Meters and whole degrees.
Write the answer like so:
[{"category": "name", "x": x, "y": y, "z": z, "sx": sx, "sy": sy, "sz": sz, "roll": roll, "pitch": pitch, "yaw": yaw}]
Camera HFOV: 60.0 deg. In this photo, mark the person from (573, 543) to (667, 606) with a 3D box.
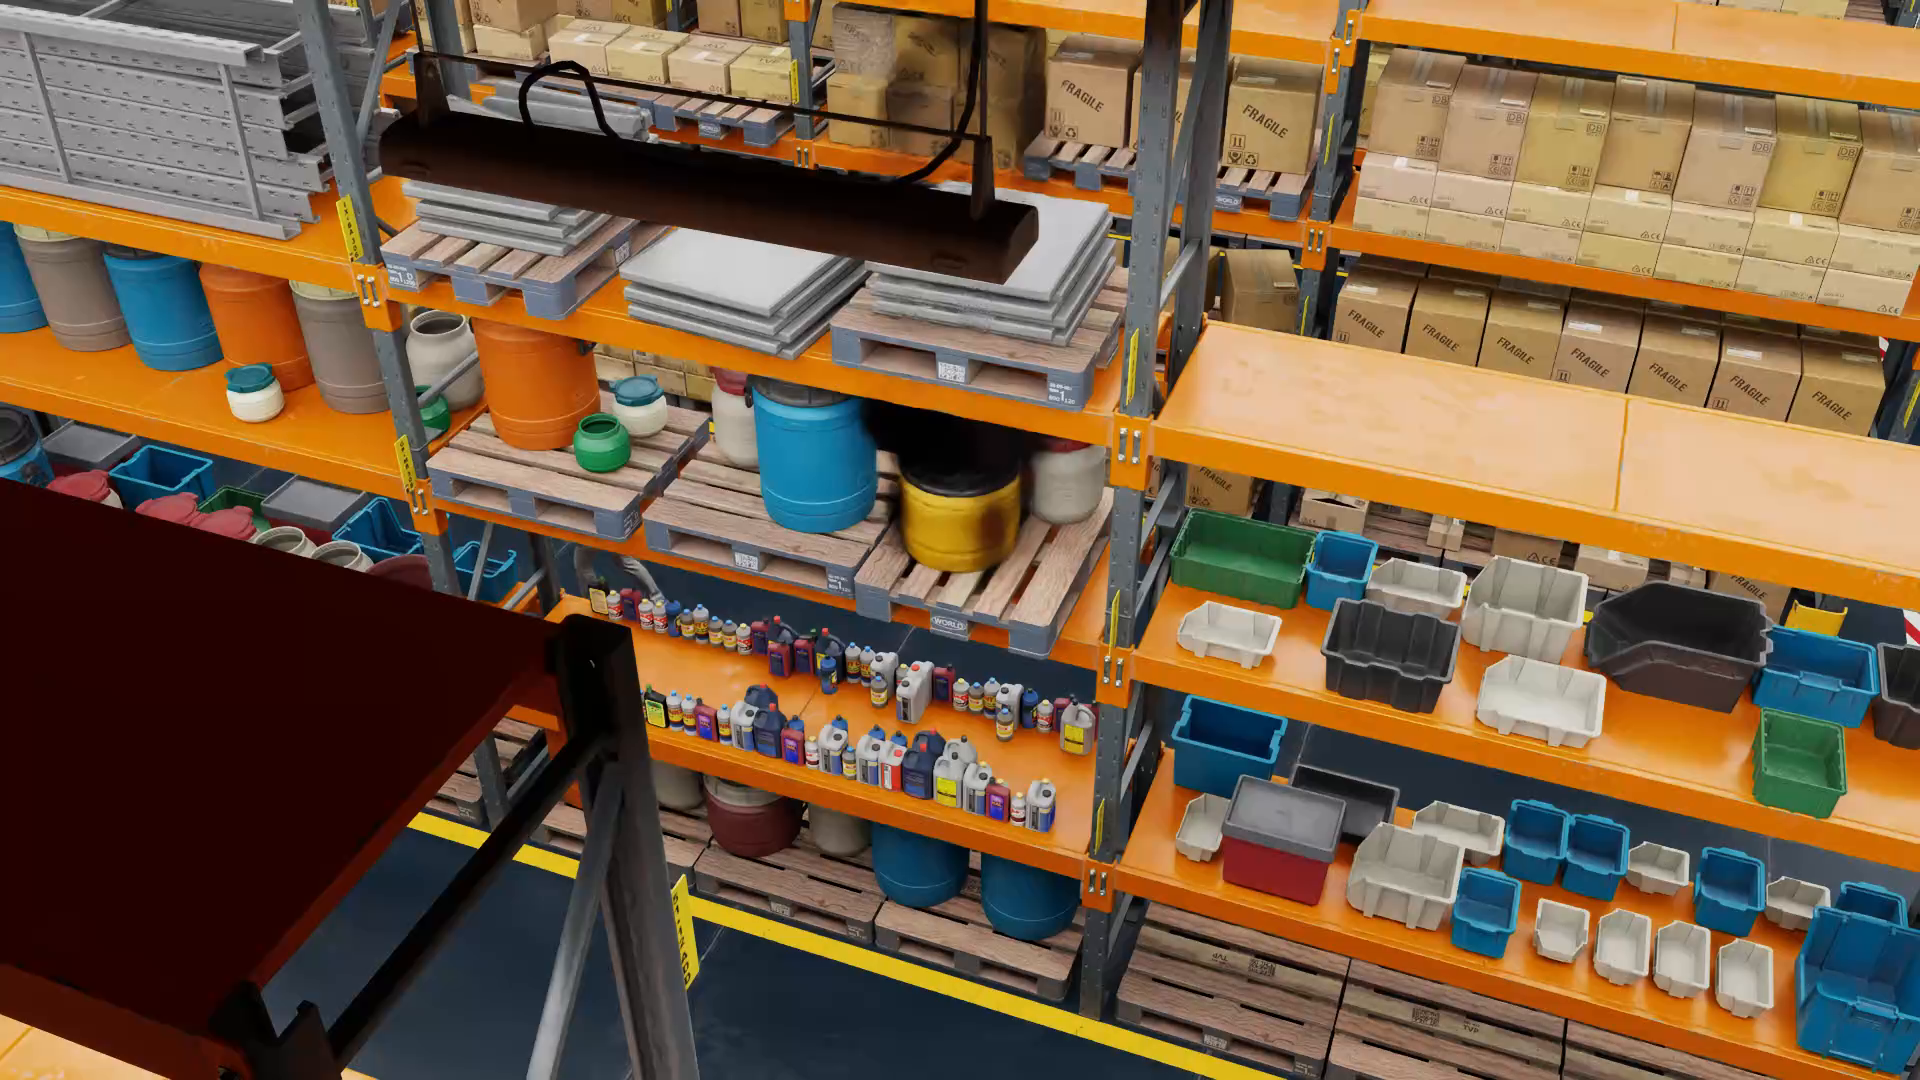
[{"category": "person", "x": -2.568, "y": -0.100, "z": 12.122, "sx": 0.801, "sy": 1.742, "sz": 0.583, "roll": 6, "pitch": 37, "yaw": 8}]
